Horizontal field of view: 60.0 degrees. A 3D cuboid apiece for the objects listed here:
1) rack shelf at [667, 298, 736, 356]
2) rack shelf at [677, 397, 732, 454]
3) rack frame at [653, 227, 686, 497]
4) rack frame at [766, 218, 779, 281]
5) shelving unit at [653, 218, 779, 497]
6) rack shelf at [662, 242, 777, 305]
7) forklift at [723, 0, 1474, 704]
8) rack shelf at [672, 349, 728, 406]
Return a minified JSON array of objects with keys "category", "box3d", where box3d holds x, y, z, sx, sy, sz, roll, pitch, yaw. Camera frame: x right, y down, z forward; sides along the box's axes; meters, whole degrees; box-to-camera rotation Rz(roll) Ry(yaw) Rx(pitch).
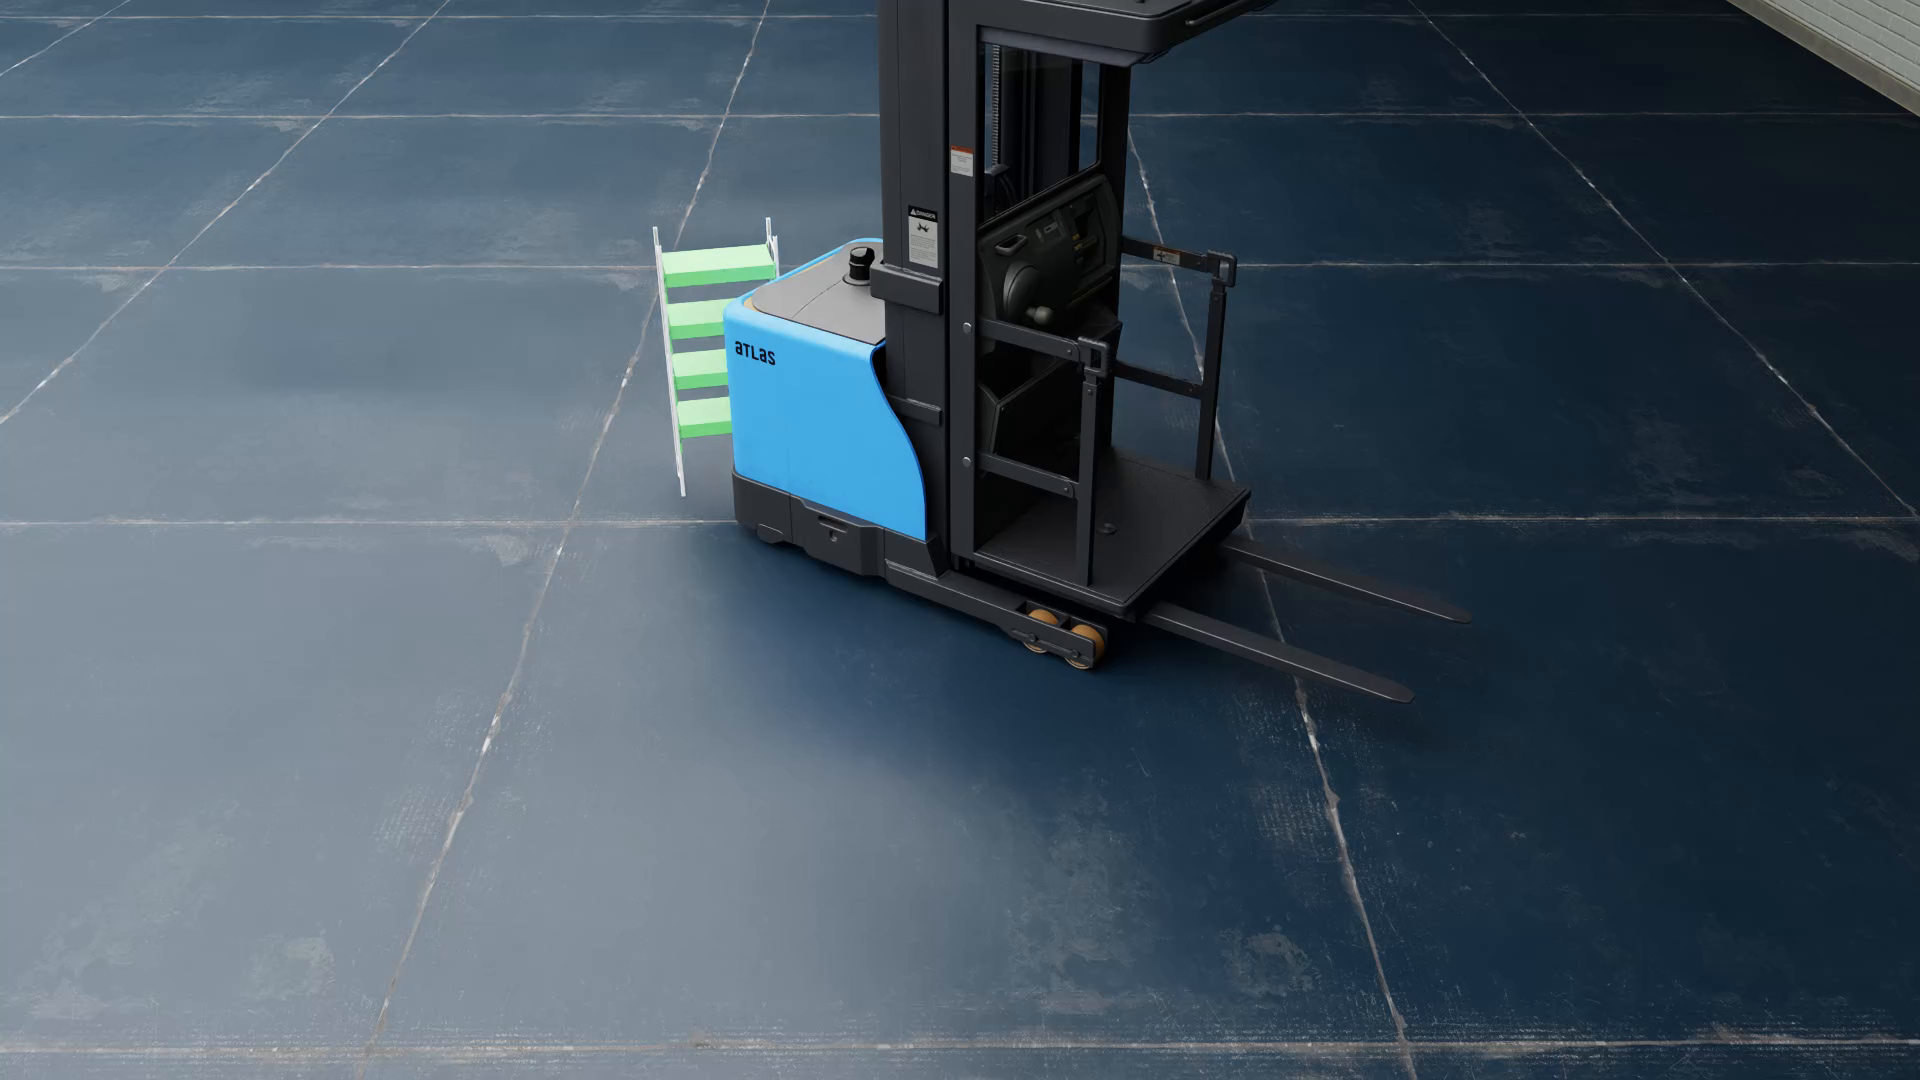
[{"category":"rack shelf","box3d":[-1.048,-0.952,7.323,0.480,0.148,0.258,-7,32,-11]},{"category":"rack shelf","box3d":[-1.048,-0.542,7.572,0.480,0.148,0.258,-7,32,-11]},{"category":"rack frame","box3d":[-1.286,-0.772,7.366,0.015,1.200,0.240,-7,32,-11]},{"category":"rack frame","box3d":[-0.811,-0.830,7.462,0.015,1.200,0.240,-7,32,-11]},{"category":"shelving unit","box3d":[-1.048,-0.801,7.414,0.503,1.200,0.258,-7,32,-11]},{"category":"rack shelf","box3d":[-1.048,-1.157,7.198,0.480,0.148,0.258,-7,32,-11]},{"category":"forklift","box3d":[0.522,-1.070,6.188,3.031,2.935,1.130,19,36,29]},{"category":"rack shelf","box3d":[-1.048,-0.747,7.447,0.480,0.148,0.258,-7,32,-11]}]
